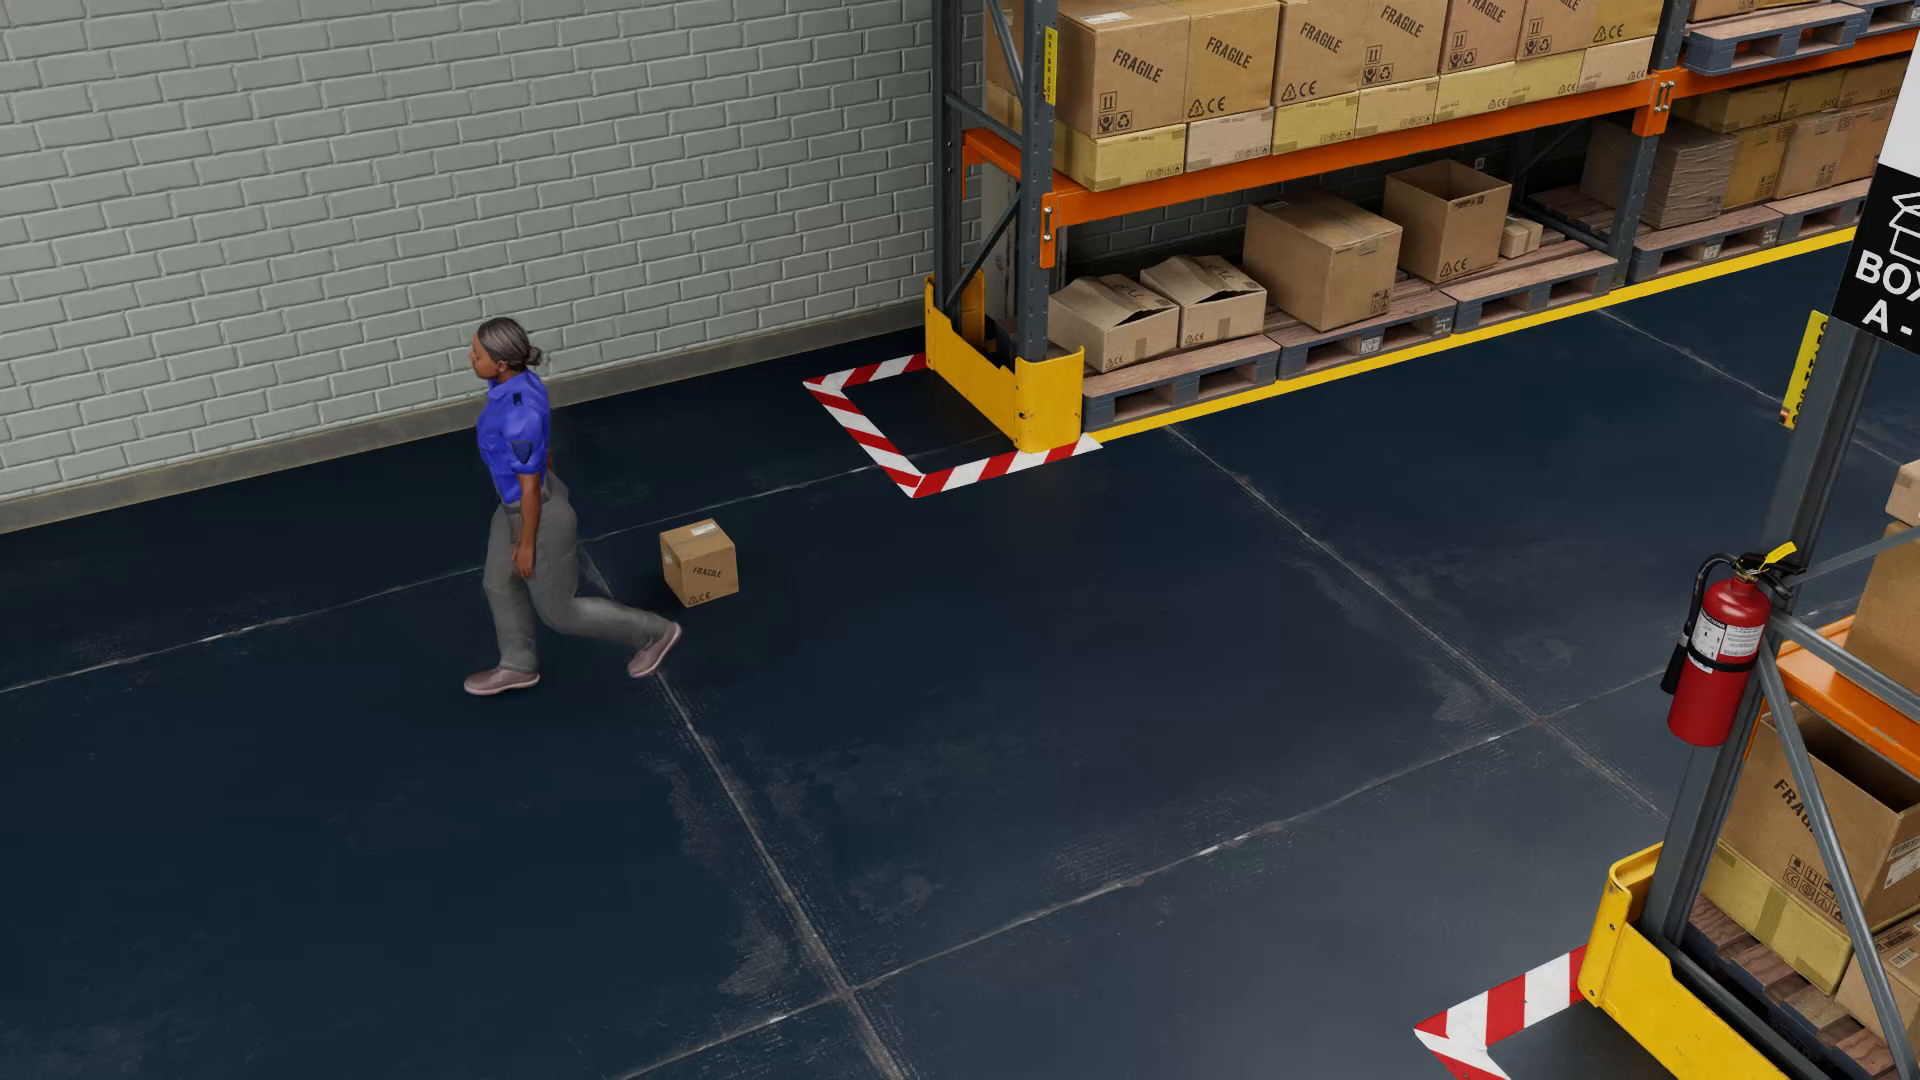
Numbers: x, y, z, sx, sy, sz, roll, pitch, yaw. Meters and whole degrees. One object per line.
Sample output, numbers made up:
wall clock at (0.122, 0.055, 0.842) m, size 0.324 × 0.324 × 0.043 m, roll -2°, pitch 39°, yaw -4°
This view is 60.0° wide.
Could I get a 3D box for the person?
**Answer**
person at (-1.513, -0.138, 6.286) m, size 0.676 × 1.566 × 0.438 m, roll -10°, pitch 35°, yaw -15°
